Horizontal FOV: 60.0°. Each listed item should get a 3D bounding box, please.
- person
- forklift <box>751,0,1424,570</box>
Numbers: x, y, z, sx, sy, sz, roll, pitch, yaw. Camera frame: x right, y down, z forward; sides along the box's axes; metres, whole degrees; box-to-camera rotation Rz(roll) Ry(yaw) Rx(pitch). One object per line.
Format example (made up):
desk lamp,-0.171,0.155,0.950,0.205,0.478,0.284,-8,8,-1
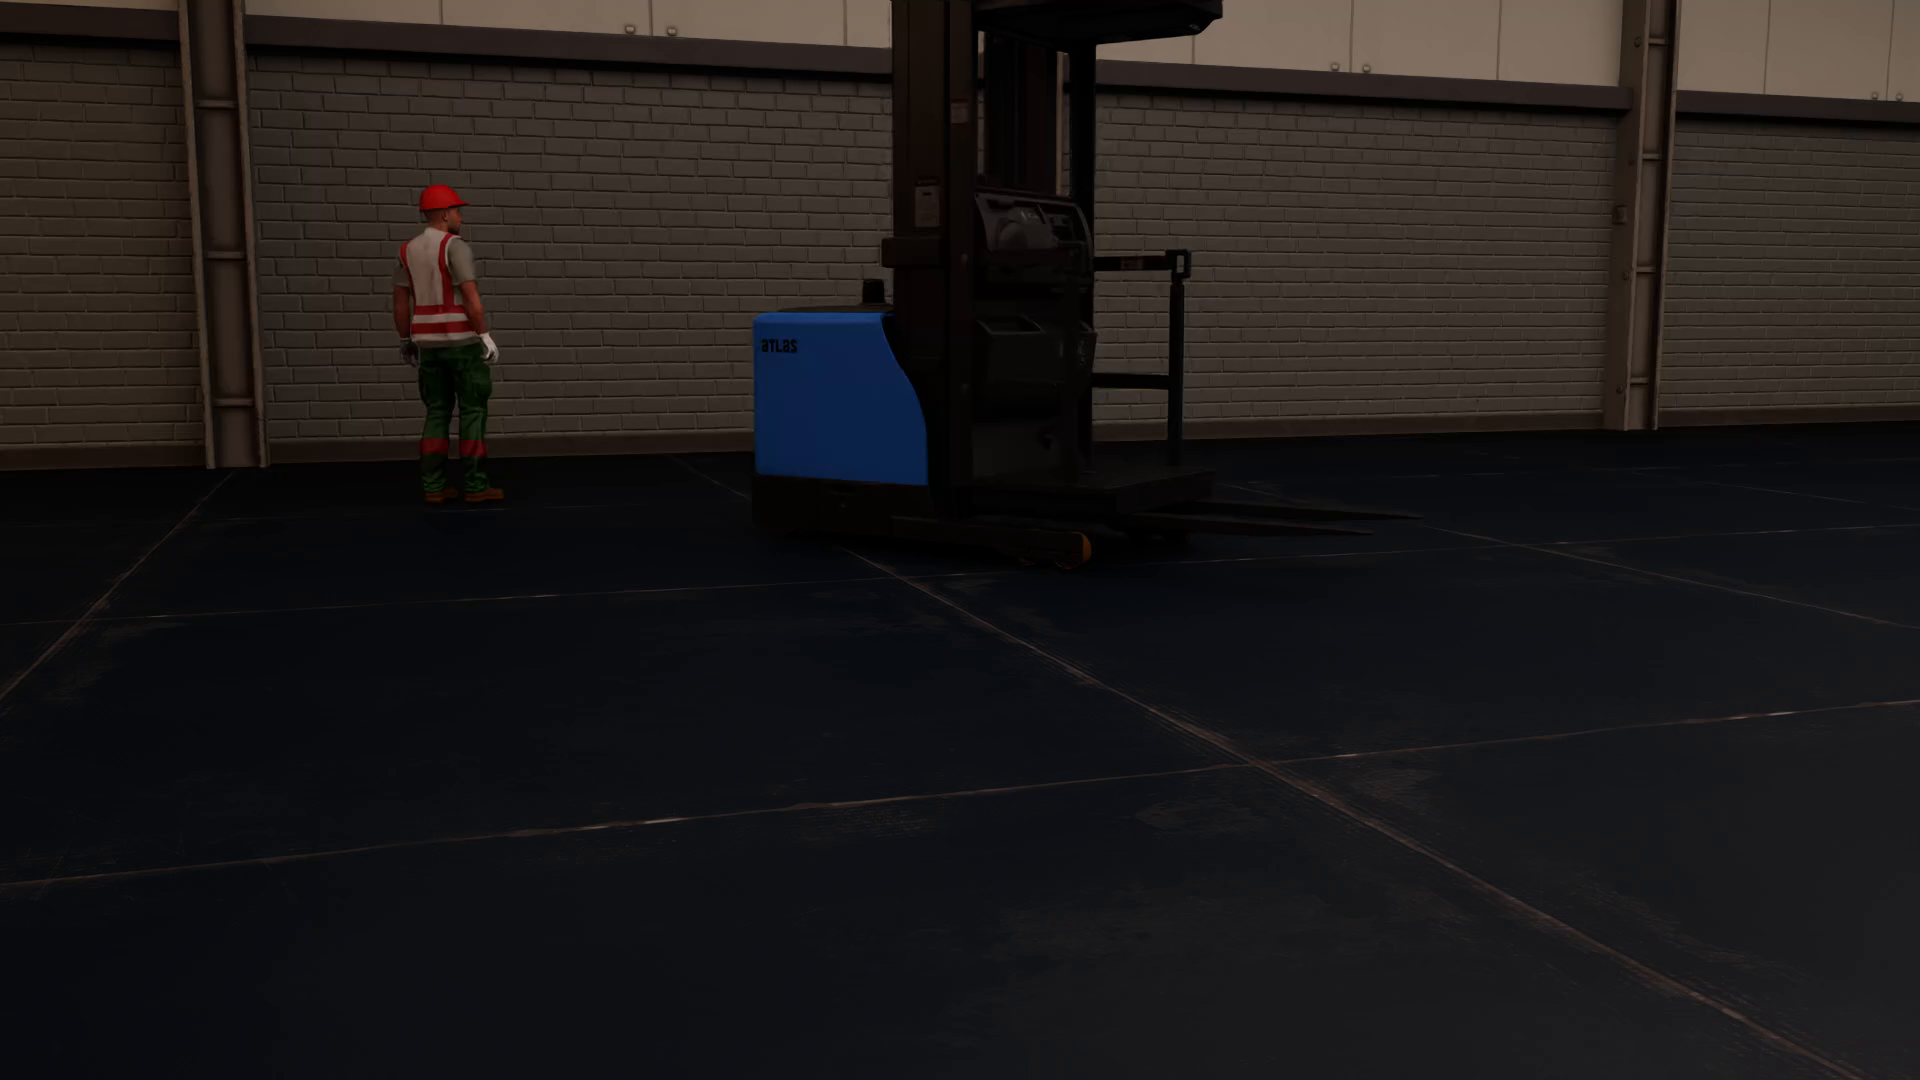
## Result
person,-2.885,-1.110,9.466,0.671,1.791,0.403,3,8,20
forklift,0.511,-1.407,7.395,3.031,2.935,1.130,5,9,33
